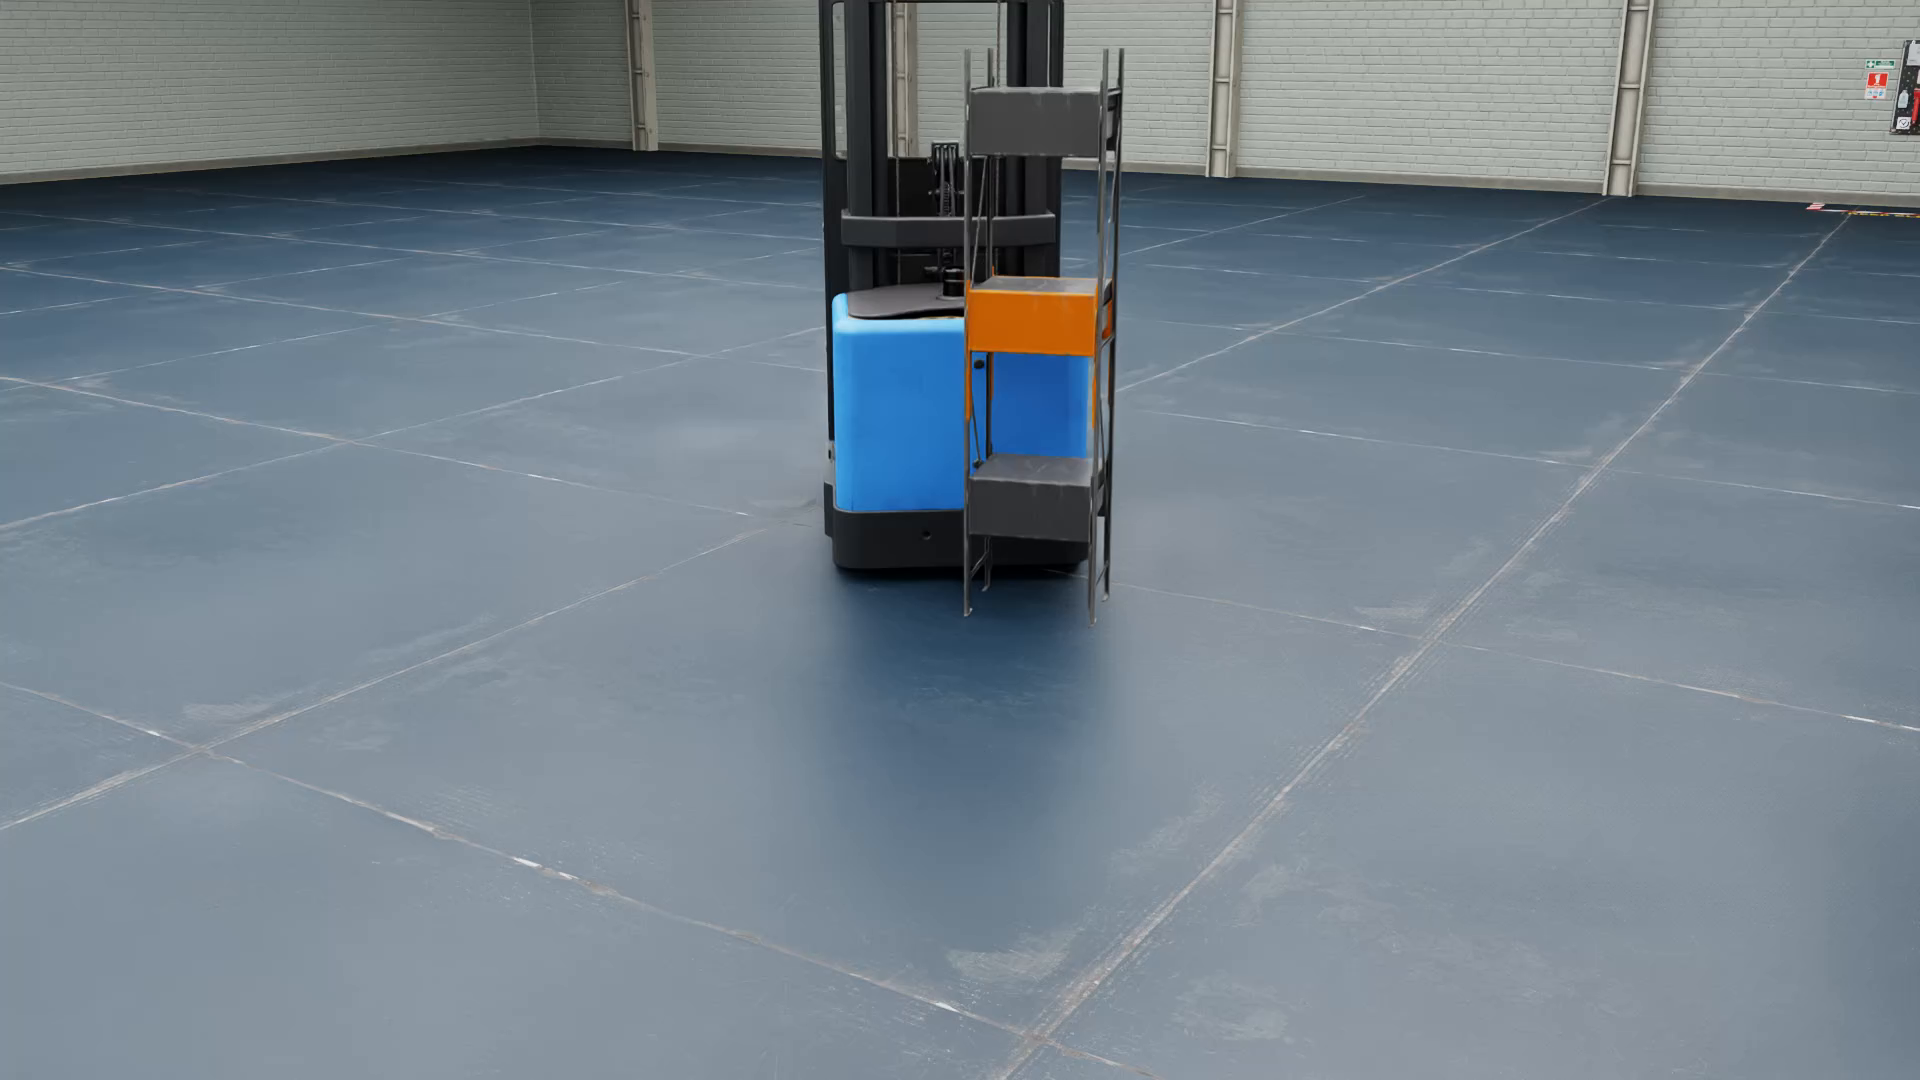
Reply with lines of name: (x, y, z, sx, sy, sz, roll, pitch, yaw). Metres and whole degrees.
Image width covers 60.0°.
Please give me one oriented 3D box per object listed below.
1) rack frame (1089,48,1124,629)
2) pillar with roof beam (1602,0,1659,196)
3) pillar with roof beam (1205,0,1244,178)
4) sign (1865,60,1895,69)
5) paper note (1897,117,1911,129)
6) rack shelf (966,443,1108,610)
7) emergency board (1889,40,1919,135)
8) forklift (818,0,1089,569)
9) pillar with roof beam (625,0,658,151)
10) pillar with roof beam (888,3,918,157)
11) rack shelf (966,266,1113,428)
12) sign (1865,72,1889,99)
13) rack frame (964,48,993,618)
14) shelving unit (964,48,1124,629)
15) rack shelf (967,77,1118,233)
rack frame: (0.543, -0.727, 6.161, 0.015, 2.100, 0.400, 4, 17, 13)
pillar with roof beam: (6.982, -8.076, 18.484, 0.400, 9.000, 9.100, 10, 20, 30)
pillar with roof beam: (1.869, -8.988, 21.489, 0.400, 9.000, 9.100, 10, 20, 30)
sign: (11.844, -6.122, 21.400, 0.331, 0.109, 0.001, 10, 20, 30)
paper note: (12.147, -5.367, 21.403, 0.142, 0.148, 0.016, 10, 20, 30)
rack shelf: (0.306, -0.061, 6.424, 0.480, 0.518, 0.431, 4, 17, 13)
emergency board: (12.264, -5.750, 21.150, 0.626, 1.169, 0.157, 10, 20, 30)
forklift: (-0.103, -1.664, 7.816, 1.130, 2.935, 3.031, -1, 17, -4)
pillar with roof beam: (-8.356, -10.814, 27.498, 0.400, 9.000, 9.100, 10, 20, 30)
pillar with roof beam: (-3.243, -9.901, 24.493, 0.400, 9.000, 9.100, 10, 20, 30)
rack shelf: (0.306, -0.731, 6.221, 0.480, 0.518, 0.431, 4, 17, 13)
sign: (11.845, -5.871, 21.486, 0.234, 0.329, 0.001, 10, 20, 30)
rack frame: (0.069, -0.761, 6.273, 0.015, 2.100, 0.400, 4, 17, 13)
shelving unit: (0.306, -0.744, 6.217, 0.503, 2.100, 0.431, 4, 17, 13)
rack shelf: (0.306, -1.400, 6.017, 0.480, 0.518, 0.431, 4, 17, 13)
